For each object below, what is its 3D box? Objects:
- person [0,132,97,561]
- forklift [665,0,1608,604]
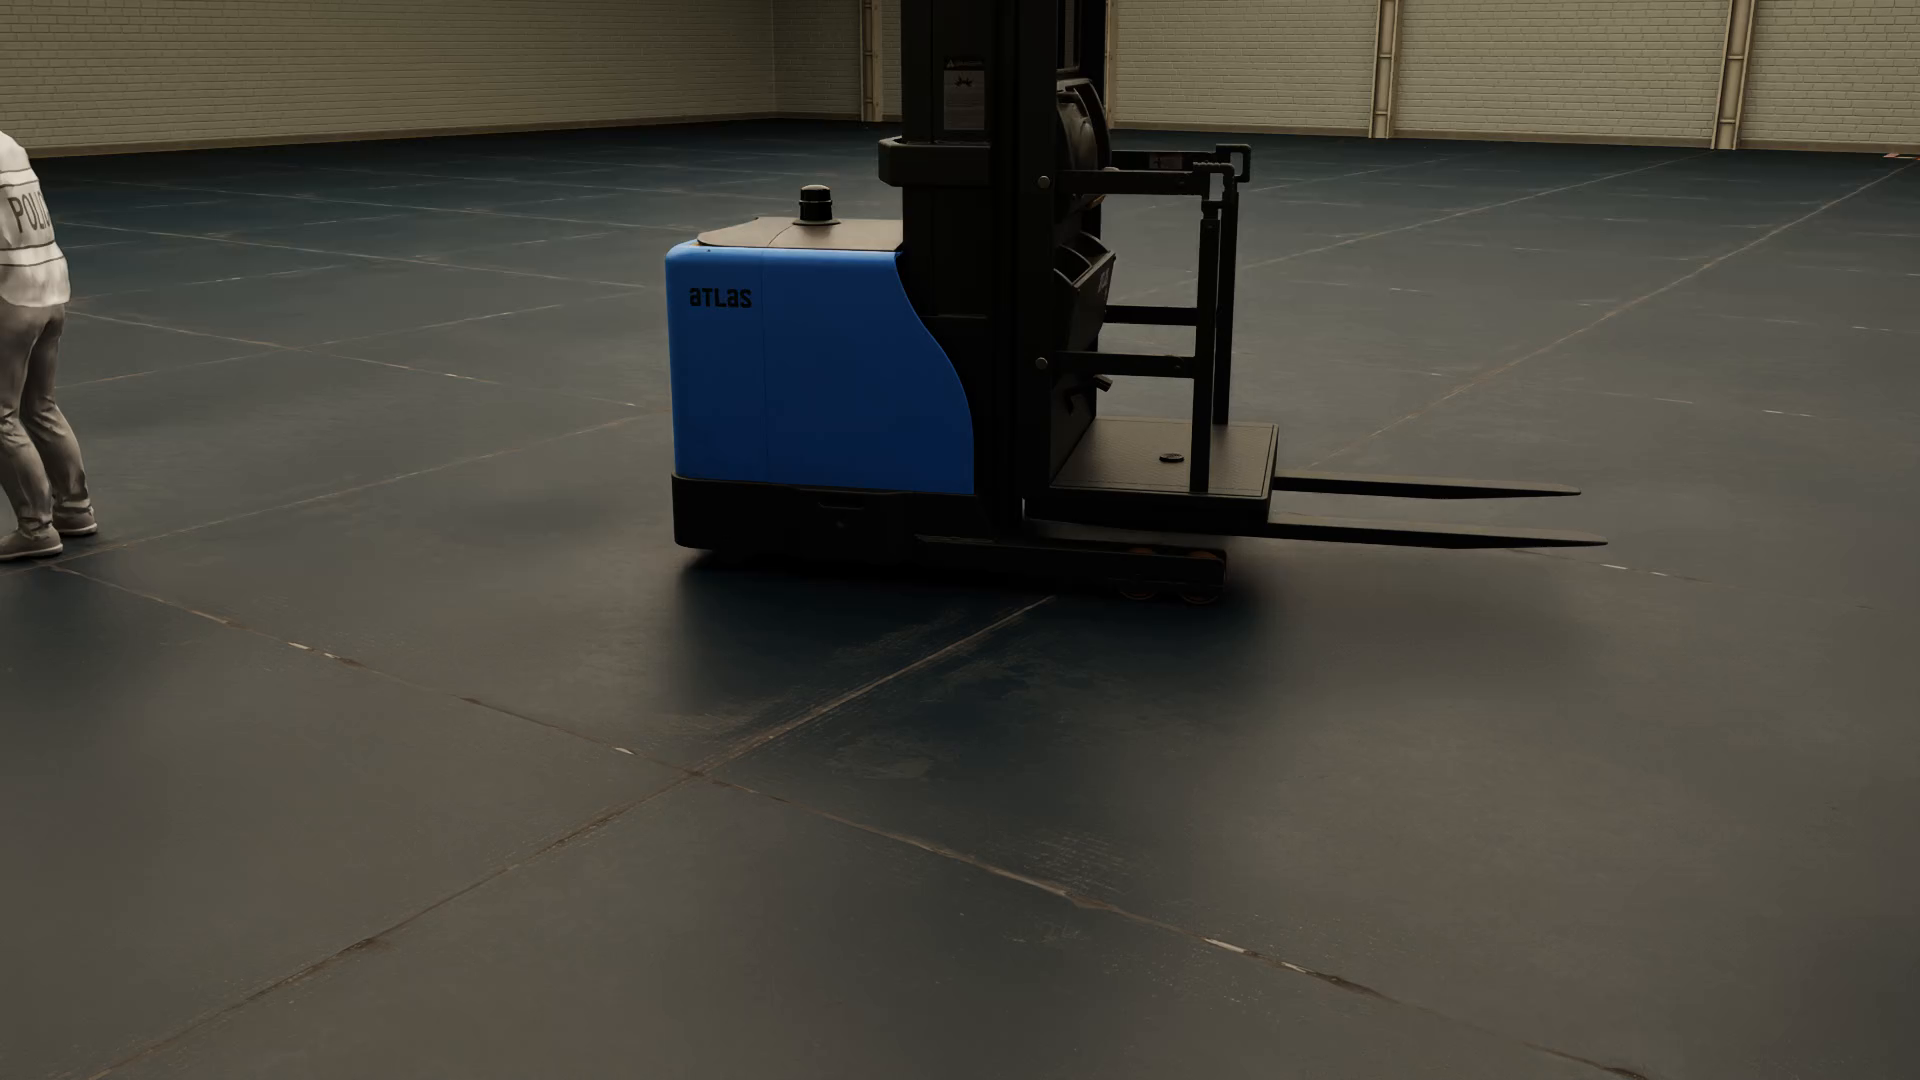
[{"bbox_3d":[-3.231,-0.769,5.624,0.374,1.662,0.534,-1,17,-3],"label":"person"},{"bbox_3d":[0.595,-1.367,5.404,3.031,2.935,1.130,4,17,12],"label":"forklift"}]
